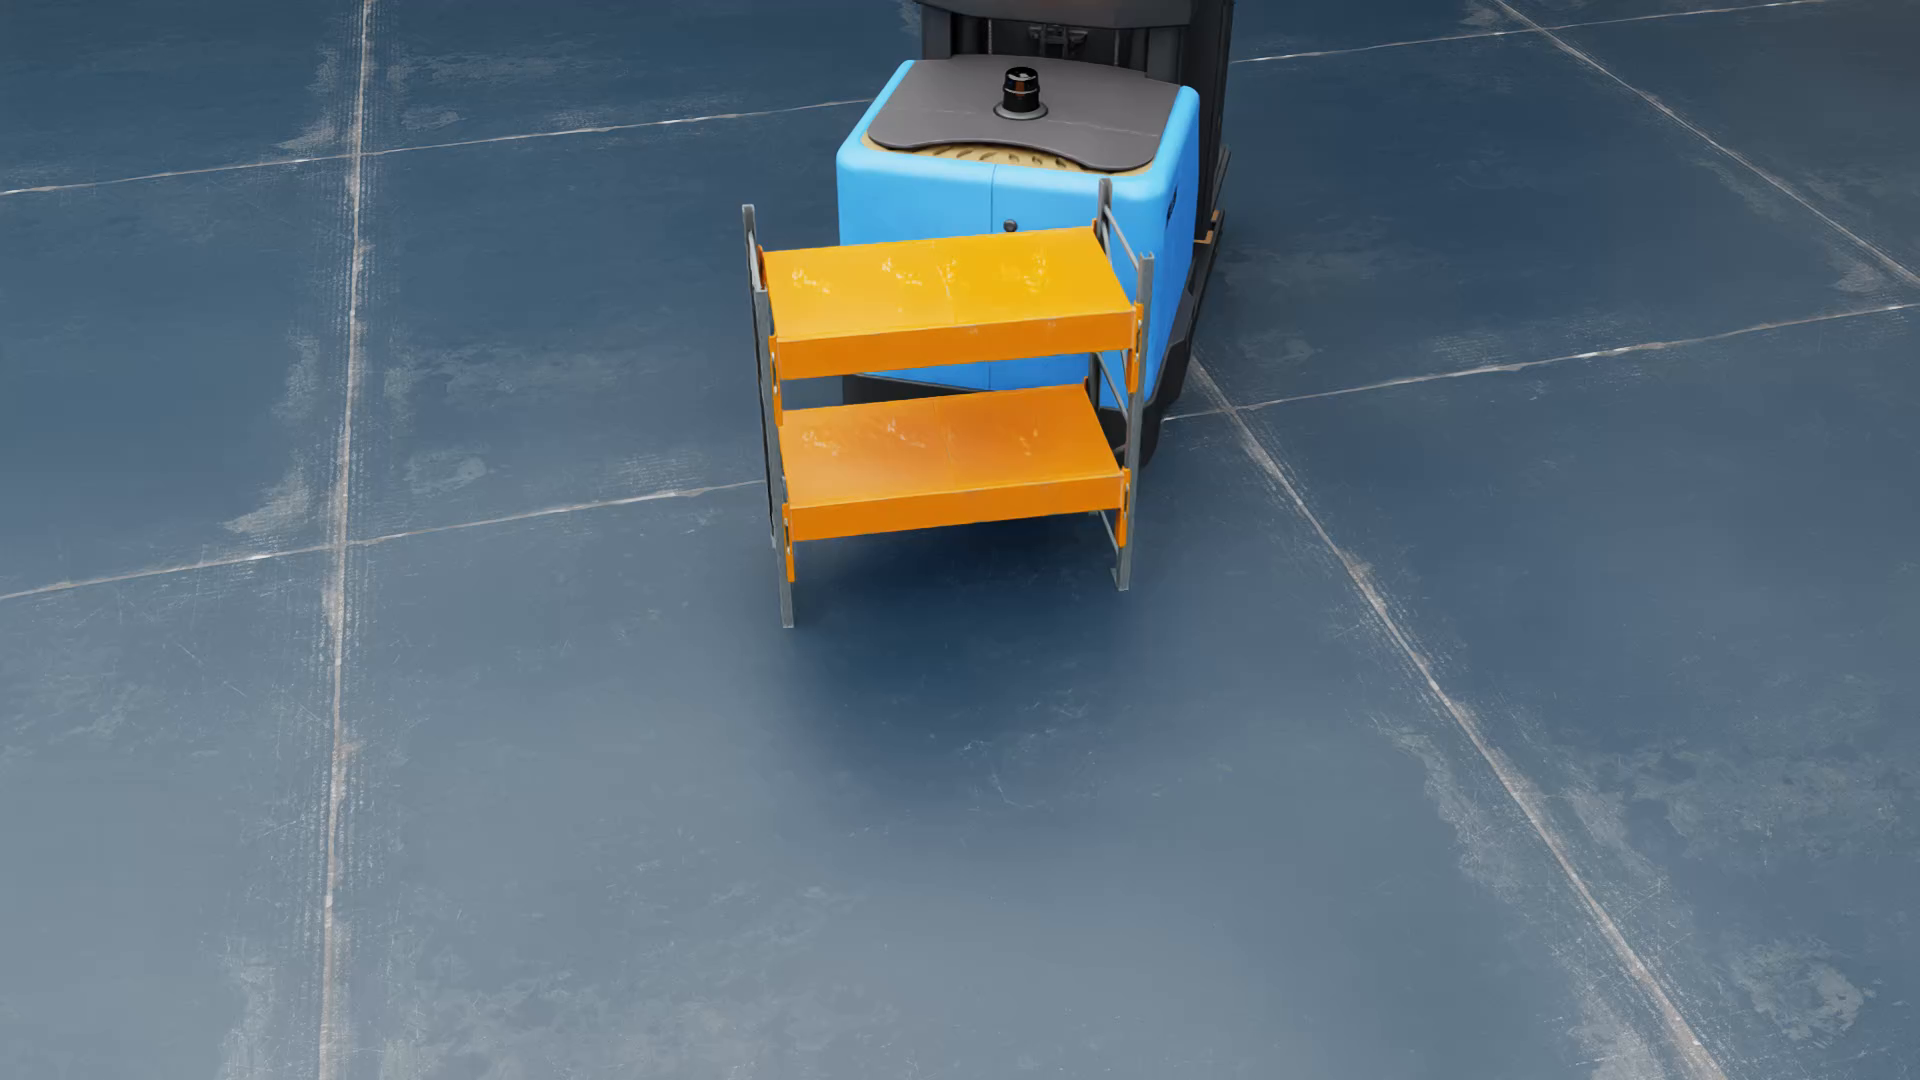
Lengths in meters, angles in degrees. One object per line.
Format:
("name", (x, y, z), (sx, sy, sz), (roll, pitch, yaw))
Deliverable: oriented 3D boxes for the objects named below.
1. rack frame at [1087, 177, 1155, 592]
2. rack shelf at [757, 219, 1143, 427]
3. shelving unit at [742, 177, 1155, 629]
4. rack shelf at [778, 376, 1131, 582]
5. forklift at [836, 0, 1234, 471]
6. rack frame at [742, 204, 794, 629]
("rack frame", (0.455, -0.440, 4.899), (0.032, 1.125, 0.500), (-6, 38, -8))
("rack shelf", (-0.046, -0.620, 4.653), (1.000, 0.278, 0.538), (-6, 38, -8))
("shelving unit", (-0.046, -0.387, 4.831), (1.048, 1.125, 0.538), (-6, 38, -8))
("rack shelf", (-0.046, -0.193, 4.979), (1.000, 0.278, 0.538), (-6, 38, -8))
("forklift", (0.461, -2.282, 5.821), (1.130, 2.935, 3.031), (9, 38, 11))
("rack frame", (-0.547, -0.335, 4.762), (0.032, 1.125, 0.500), (-6, 38, -8))
